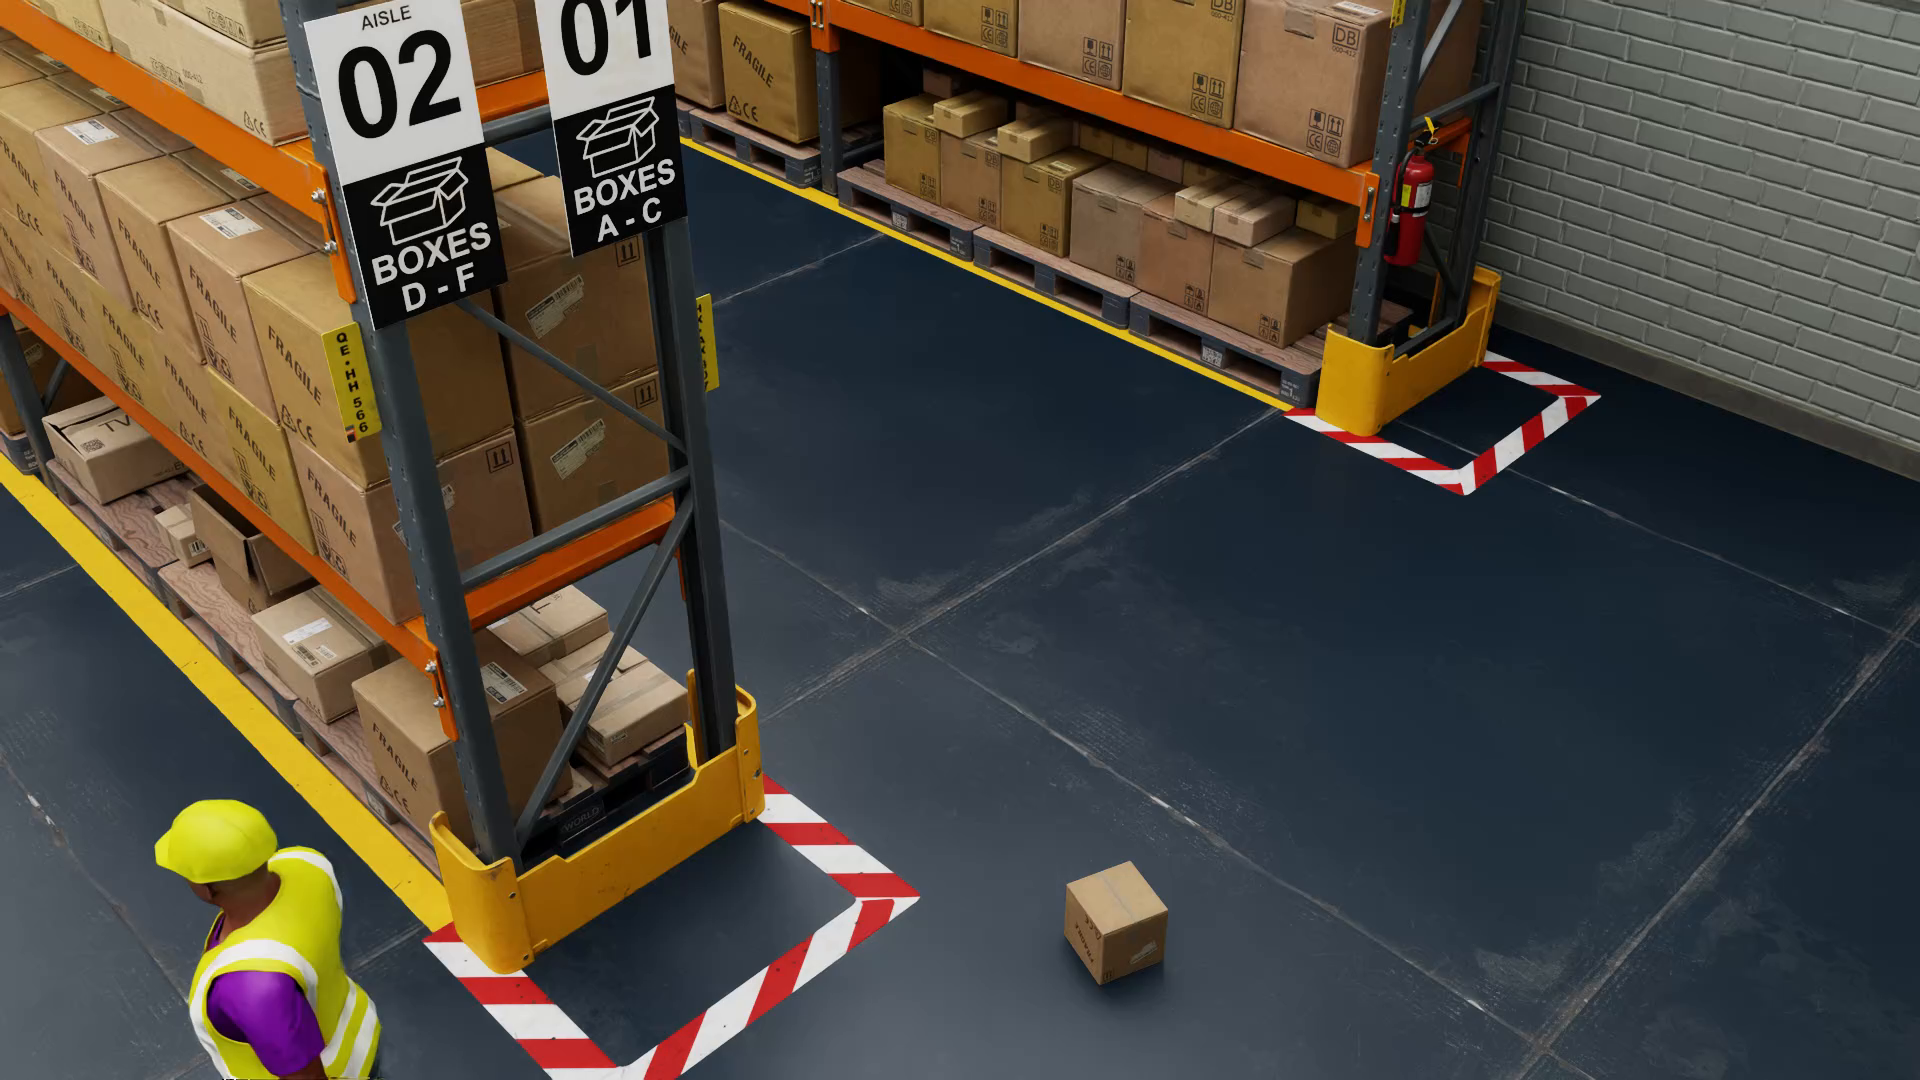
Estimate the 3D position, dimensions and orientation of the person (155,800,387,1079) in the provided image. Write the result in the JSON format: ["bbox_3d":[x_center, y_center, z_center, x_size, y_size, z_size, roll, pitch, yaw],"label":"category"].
[{"bbox_3d":[-1.745,1.342,4.219,0.986,1.711,0.631,-1,35,-1],"label":"person"}]
